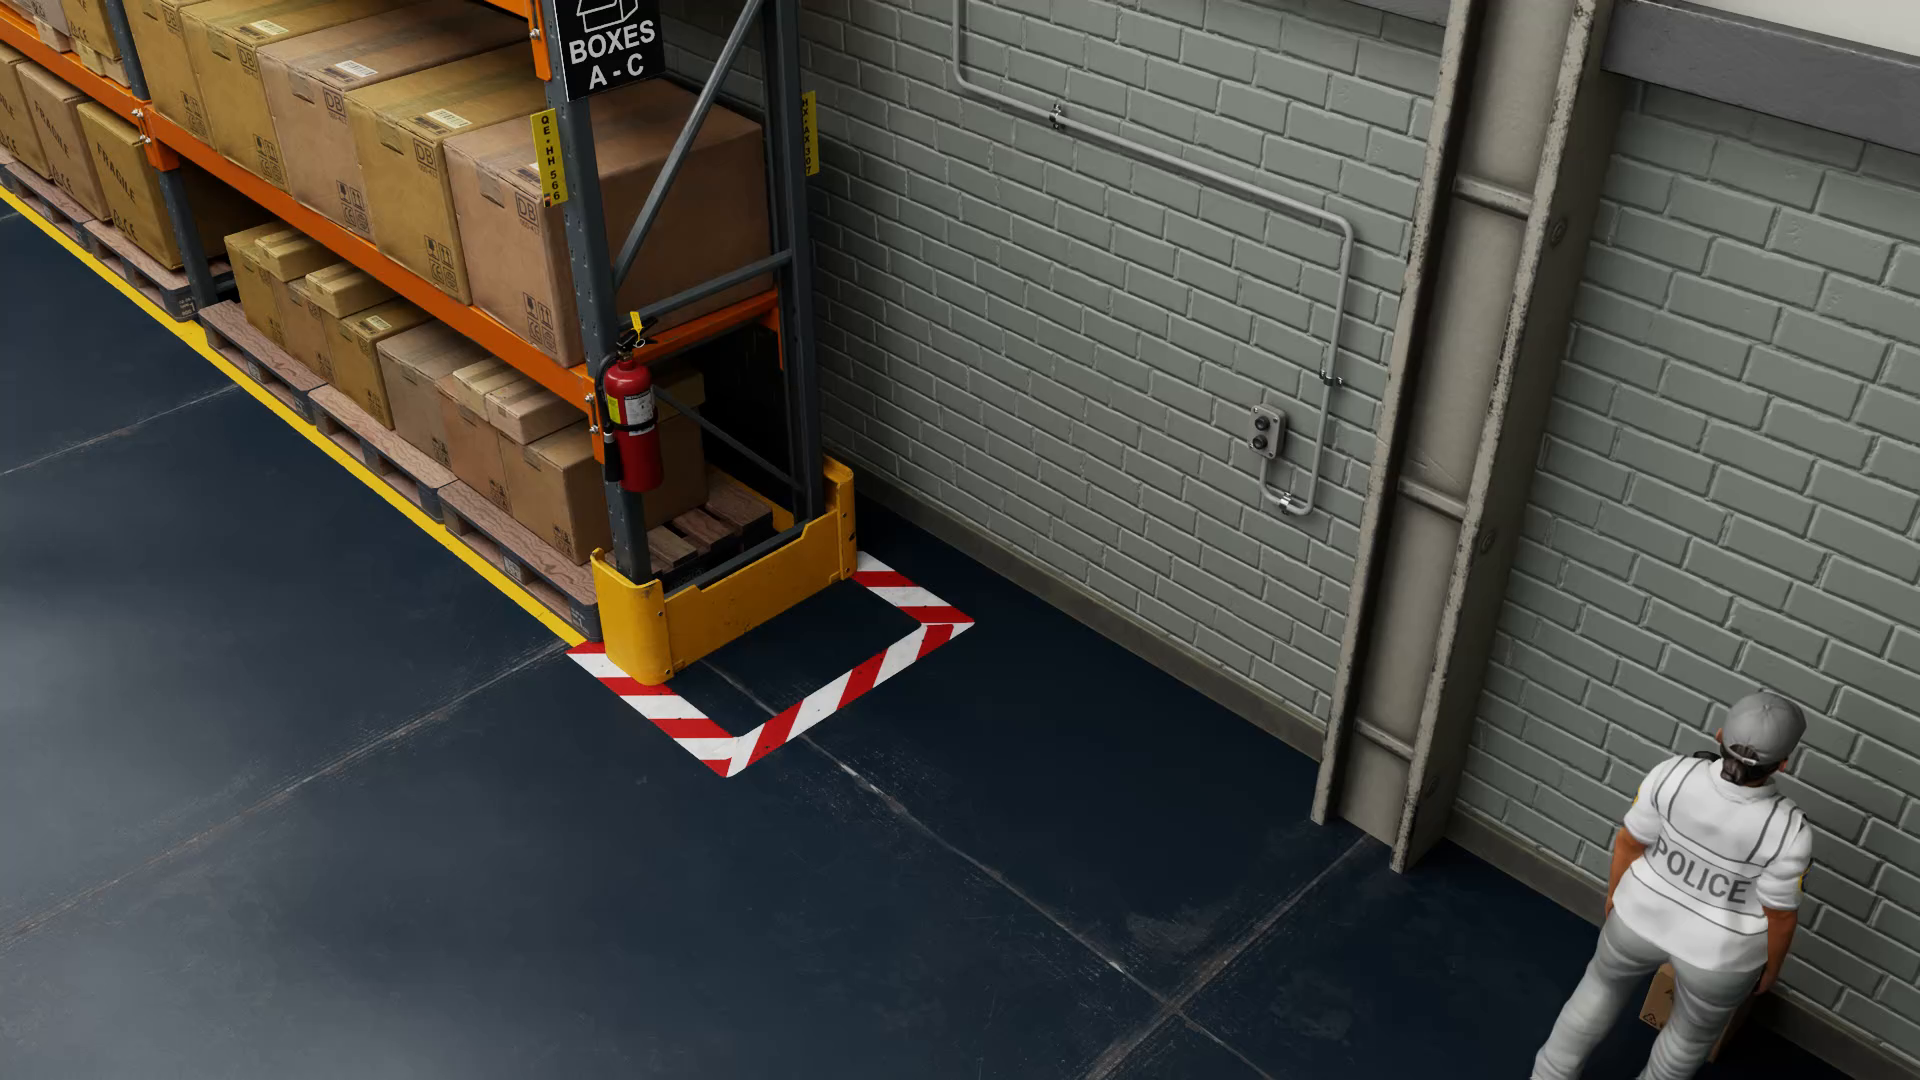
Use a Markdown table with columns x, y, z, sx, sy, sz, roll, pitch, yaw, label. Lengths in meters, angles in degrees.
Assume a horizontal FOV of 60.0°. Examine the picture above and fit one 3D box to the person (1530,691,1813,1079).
| x | y | z | sx | sy | sz | roll | pitch | yaw | label |
| --- | --- | --- | --- | --- | --- | --- | --- | --- | --- |
| 2.036 | 1.107 | 4.661 | 0.474 | 1.733 | 0.492 | -30 | 45 | -35 | person |
